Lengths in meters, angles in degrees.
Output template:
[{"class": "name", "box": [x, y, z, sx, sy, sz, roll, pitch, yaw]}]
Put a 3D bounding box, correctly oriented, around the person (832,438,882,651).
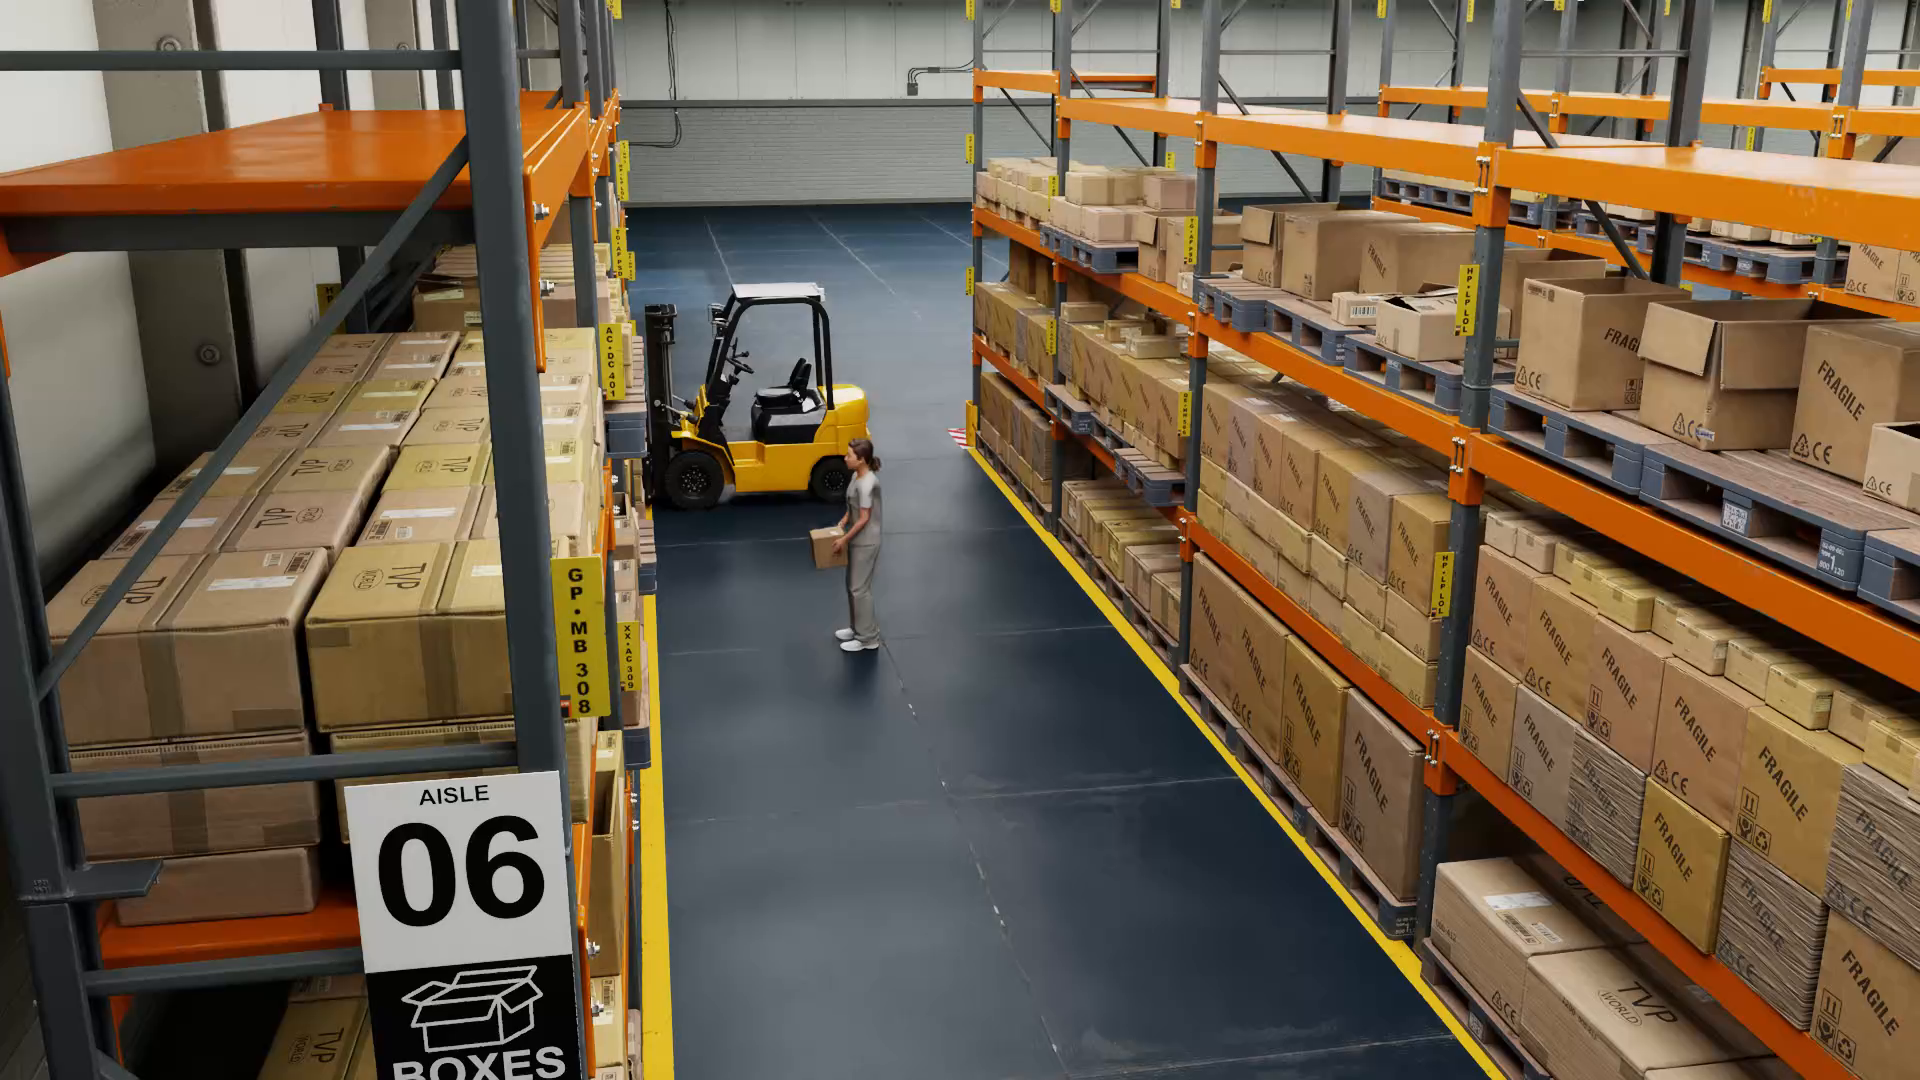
[{"class": "person", "box": [-0.802, 0.025, 12.948, 0.429, 1.676, 0.466, -3, 17, -11]}]
